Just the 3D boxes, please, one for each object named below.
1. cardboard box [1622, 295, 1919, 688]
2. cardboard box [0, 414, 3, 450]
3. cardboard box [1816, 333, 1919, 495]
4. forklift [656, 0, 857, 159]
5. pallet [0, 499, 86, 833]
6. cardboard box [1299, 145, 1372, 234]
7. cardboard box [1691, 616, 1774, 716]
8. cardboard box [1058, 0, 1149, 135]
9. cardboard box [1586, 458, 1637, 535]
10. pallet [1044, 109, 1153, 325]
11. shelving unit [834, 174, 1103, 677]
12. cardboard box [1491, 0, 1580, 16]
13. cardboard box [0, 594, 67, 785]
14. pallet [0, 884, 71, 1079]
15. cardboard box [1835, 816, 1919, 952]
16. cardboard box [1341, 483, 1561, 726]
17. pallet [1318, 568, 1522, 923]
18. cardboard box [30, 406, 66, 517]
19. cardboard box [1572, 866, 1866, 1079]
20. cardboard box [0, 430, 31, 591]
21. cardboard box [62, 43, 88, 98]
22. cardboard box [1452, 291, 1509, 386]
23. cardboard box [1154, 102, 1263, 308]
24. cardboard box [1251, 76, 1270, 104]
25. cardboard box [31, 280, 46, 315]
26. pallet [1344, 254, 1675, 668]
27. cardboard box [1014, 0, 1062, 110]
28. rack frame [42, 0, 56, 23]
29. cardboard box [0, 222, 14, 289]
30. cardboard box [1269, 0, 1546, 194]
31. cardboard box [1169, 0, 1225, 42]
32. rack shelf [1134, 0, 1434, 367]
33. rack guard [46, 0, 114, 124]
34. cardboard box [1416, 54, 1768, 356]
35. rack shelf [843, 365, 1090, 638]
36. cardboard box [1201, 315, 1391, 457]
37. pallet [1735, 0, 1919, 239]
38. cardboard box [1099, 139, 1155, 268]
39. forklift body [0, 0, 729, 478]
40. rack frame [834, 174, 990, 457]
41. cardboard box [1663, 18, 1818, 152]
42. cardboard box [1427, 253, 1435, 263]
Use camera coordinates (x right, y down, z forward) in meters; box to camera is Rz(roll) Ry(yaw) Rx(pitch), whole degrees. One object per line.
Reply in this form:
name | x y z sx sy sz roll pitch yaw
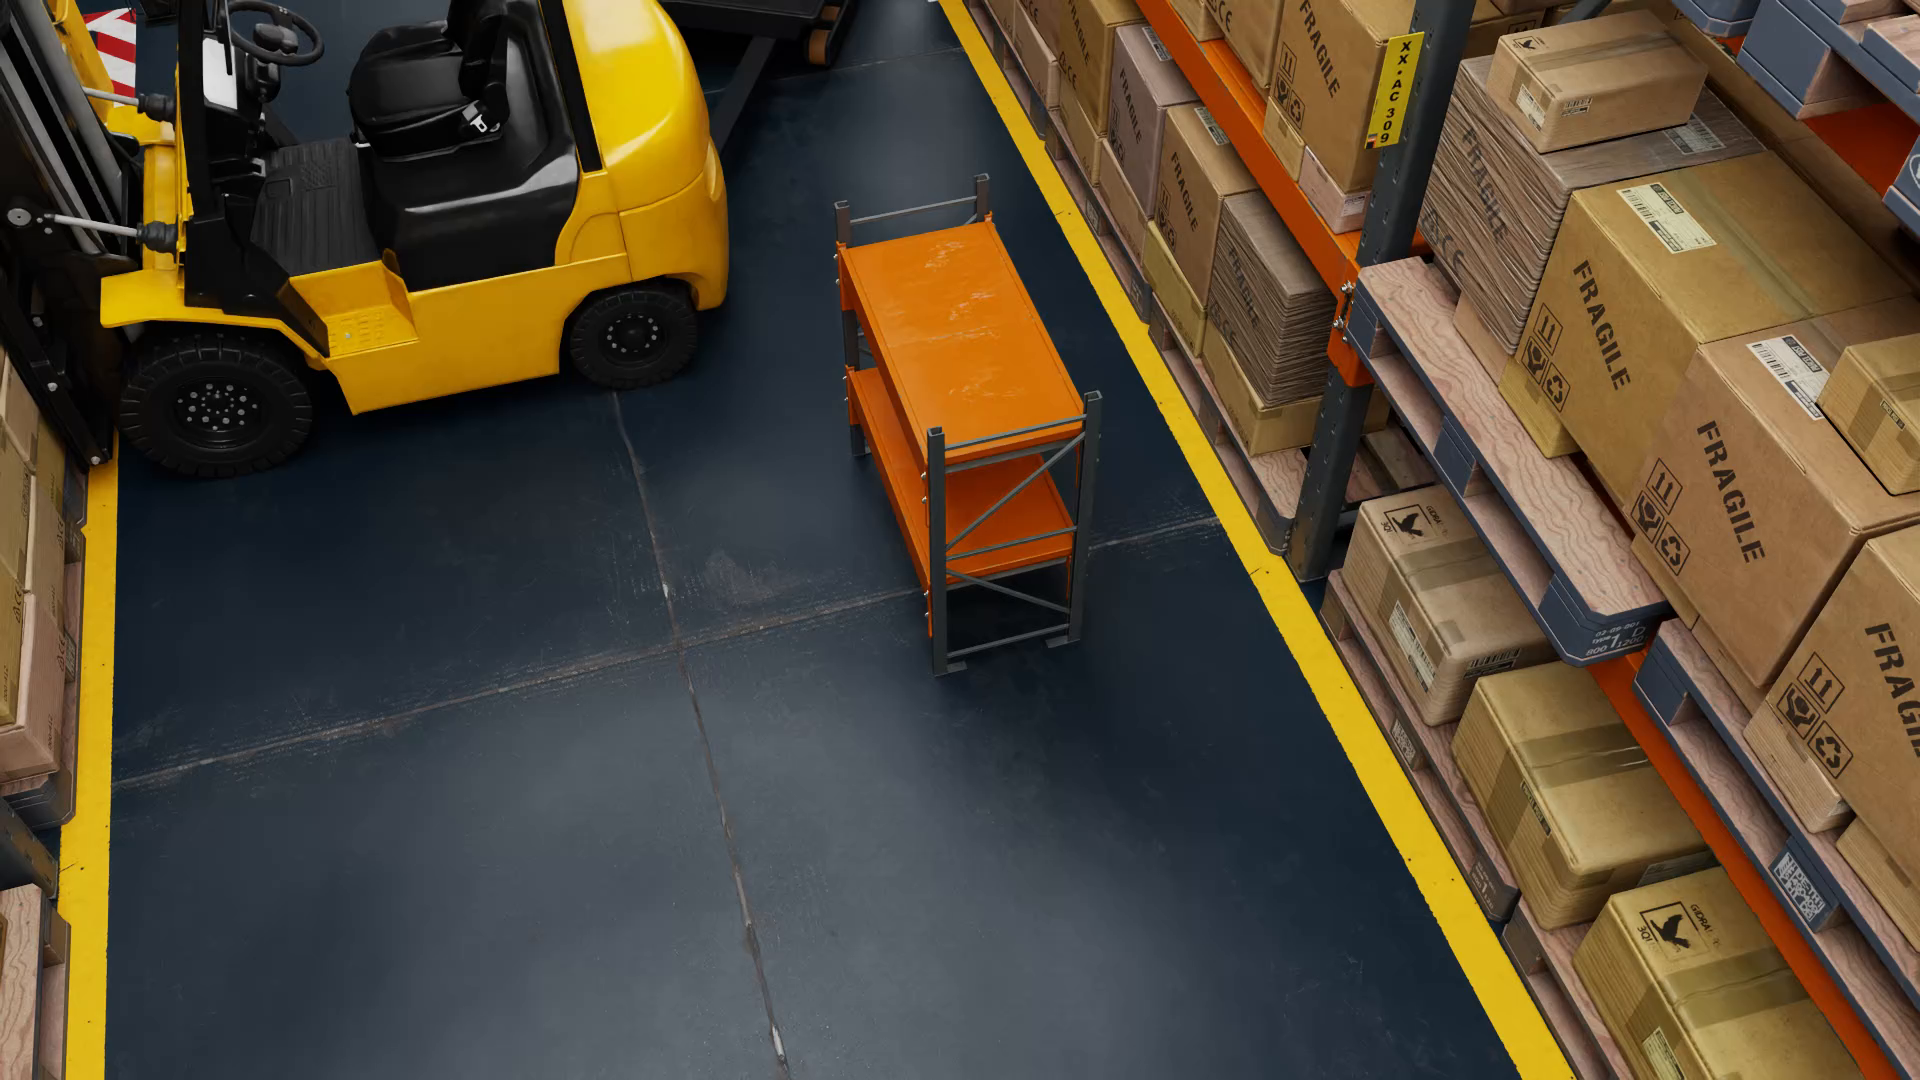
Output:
cardboard box | 1.753 -0.099 3.337 0.500 0.500 0.500 -14 51 -11
cardboard box | -3.119 -0.219 4.842 0.500 0.250 0.500 -13 51 -11
cardboard box | 1.827 -0.251 3.041 0.380 0.149 0.250 -11 51 -9
forklift | -1.055 -3.411 6.708 1.130 2.935 3.031 9 50 8
pallet | -3.329 0.461 5.223 1.003 0.211 1.213 -13 51 -11
cardboard box | 1.220 -1.057 4.844 0.380 0.149 0.250 -14 51 -11
cardboard box | 1.798 0.201 3.508 0.380 0.149 0.250 -13 51 -11
cardboard box | 0.705 -1.967 6.479 0.500 0.500 0.500 -12 51 -10
cardboard box | 1.691 -0.177 3.827 0.380 0.149 0.250 -10 51 -9
pallet | 1.010 -1.449 6.833 1.003 0.211 1.213 -13 51 -11
shelving unit | 0.002 -0.358 5.316 0.538 1.125 1.048 -13 51 -11
cardboard box | 1.684 -1.793 4.386 0.700 0.500 0.500 -14 51 -11
cardboard box | -2.961 0.476 4.911 0.500 0.250 0.500 -13 51 -11
pallet | -2.879 1.581 4.279 1.003 0.211 1.213 -13 51 -11
cardboard box | 1.934 0.595 3.176 0.380 0.149 0.250 -15 51 -12
cardboard box | 1.764 0.122 5.129 0.950 0.372 0.625 -13 51 -11
pallet | 1.838 0.495 5.195 1.003 0.211 1.213 -13 51 -11
cardboard box | -3.293 -0.264 5.534 0.500 0.250 0.500 -13 51 -10
cardboard box | 2.187 1.154 4.260 0.950 0.372 0.625 -12 51 -10
cardboard box | -3.133 -0.048 5.025 0.500 0.250 0.500 -14 51 -11
cardboard box | -3.876 -1.746 6.784 0.500 0.250 0.500 -13 51 -11
cardboard box | 1.468 -0.552 4.143 0.380 0.149 0.250 -13 51 -10
cardboard box | 1.023 -1.206 5.838 0.500 0.500 0.500 -12 51 -10
cardboard box | 1.137 -1.446 5.171 0.380 0.149 0.250 -13 51 -11
cardboard box | -3.419 -0.787 5.648 0.500 0.250 0.500 -13 51 -11
pallet | 1.694 -0.319 4.183 1.003 0.211 1.213 -13 51 -11
cardboard box | 0.542 -2.117 7.096 0.500 0.250 0.500 -12 51 -10
rack frame | -4.317 -2.769 6.122 1.000 3.000 0.127 -13 51 -11
cardboard box | -3.425 -0.965 5.471 0.500 0.250 0.500 -14 51 -12
cardboard box | 1.238 -1.369 4.682 0.500 0.500 0.500 -14 51 -12
cardboard box | 0.917 -1.798 5.469 0.380 0.149 0.250 -14 51 -12
rack shelf | 1.015 -2.201 6.114 1.077 0.370 4.000 -13 51 -11
rack guard | -4.324 -1.981 7.093 1.175 0.500 0.348 -13 51 -11
cardboard box | 1.471 -0.828 3.952 0.500 0.500 0.500 -12 51 -10
rack shelf | 0.002 -0.200 5.503 0.538 0.278 1.000 -13 51 -11
cardboard box | 1.175 -0.592 5.811 0.500 0.250 0.500 -11 51 -9
pallet | 1.997 -0.647 2.494 1.213 0.211 1.003 -13 51 -11
cardboard box | 0.862 -1.351 6.451 0.500 0.250 0.500 -13 51 -10
forklift body | -2.013 -1.523 5.627 2.313 2.155 1.214 -13 51 -11
rack frame | -0.148 -0.729 5.629 0.500 1.125 0.032 -13 51 -11
cardboard box | 1.962 -0.950 4.055 0.500 0.500 0.500 -14 51 -12
cardboard box | 1.690 -0.955 5.626 0.500 0.500 0.500 -11 51 -9
